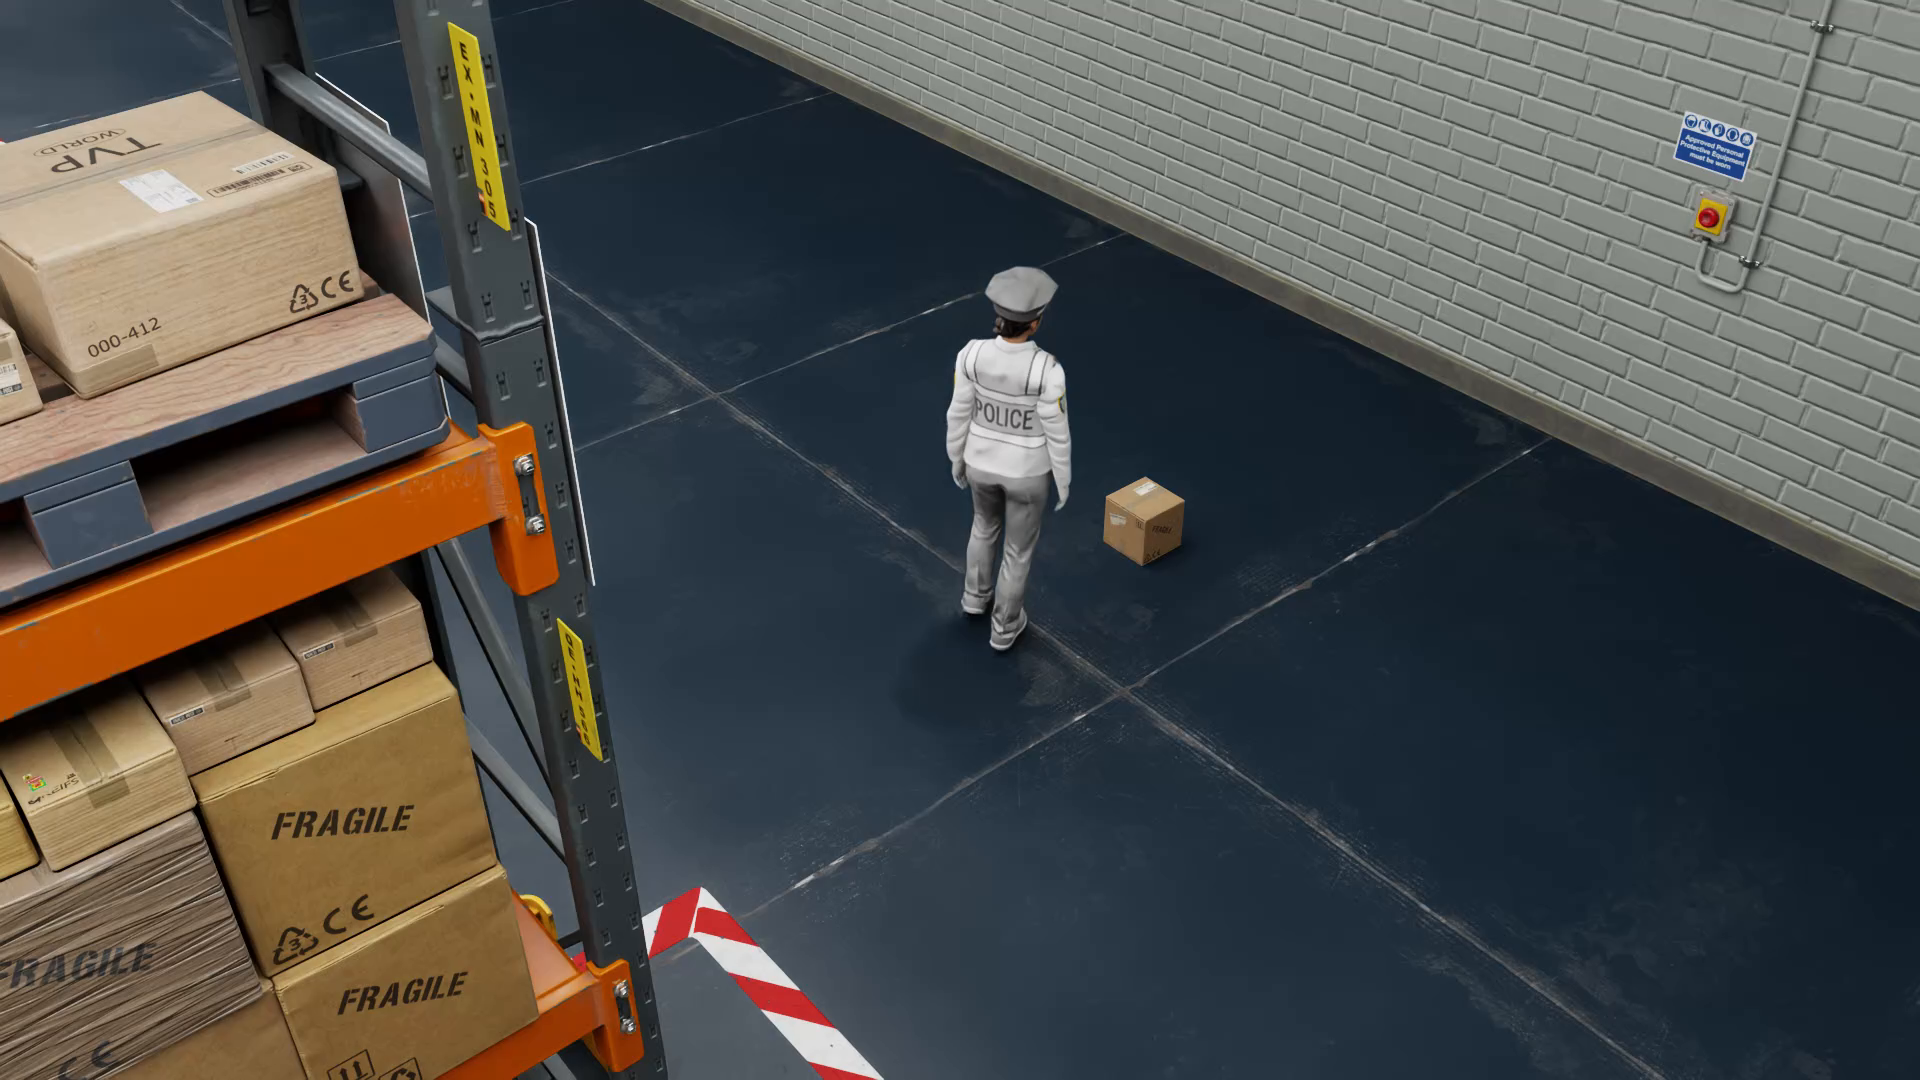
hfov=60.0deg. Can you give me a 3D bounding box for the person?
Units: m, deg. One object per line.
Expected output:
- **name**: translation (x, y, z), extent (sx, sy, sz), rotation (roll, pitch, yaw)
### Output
- **person**: translation (0.206, -0.281, 6.563), extent (0.524, 1.715, 0.397), rotation (14, 38, 18)
